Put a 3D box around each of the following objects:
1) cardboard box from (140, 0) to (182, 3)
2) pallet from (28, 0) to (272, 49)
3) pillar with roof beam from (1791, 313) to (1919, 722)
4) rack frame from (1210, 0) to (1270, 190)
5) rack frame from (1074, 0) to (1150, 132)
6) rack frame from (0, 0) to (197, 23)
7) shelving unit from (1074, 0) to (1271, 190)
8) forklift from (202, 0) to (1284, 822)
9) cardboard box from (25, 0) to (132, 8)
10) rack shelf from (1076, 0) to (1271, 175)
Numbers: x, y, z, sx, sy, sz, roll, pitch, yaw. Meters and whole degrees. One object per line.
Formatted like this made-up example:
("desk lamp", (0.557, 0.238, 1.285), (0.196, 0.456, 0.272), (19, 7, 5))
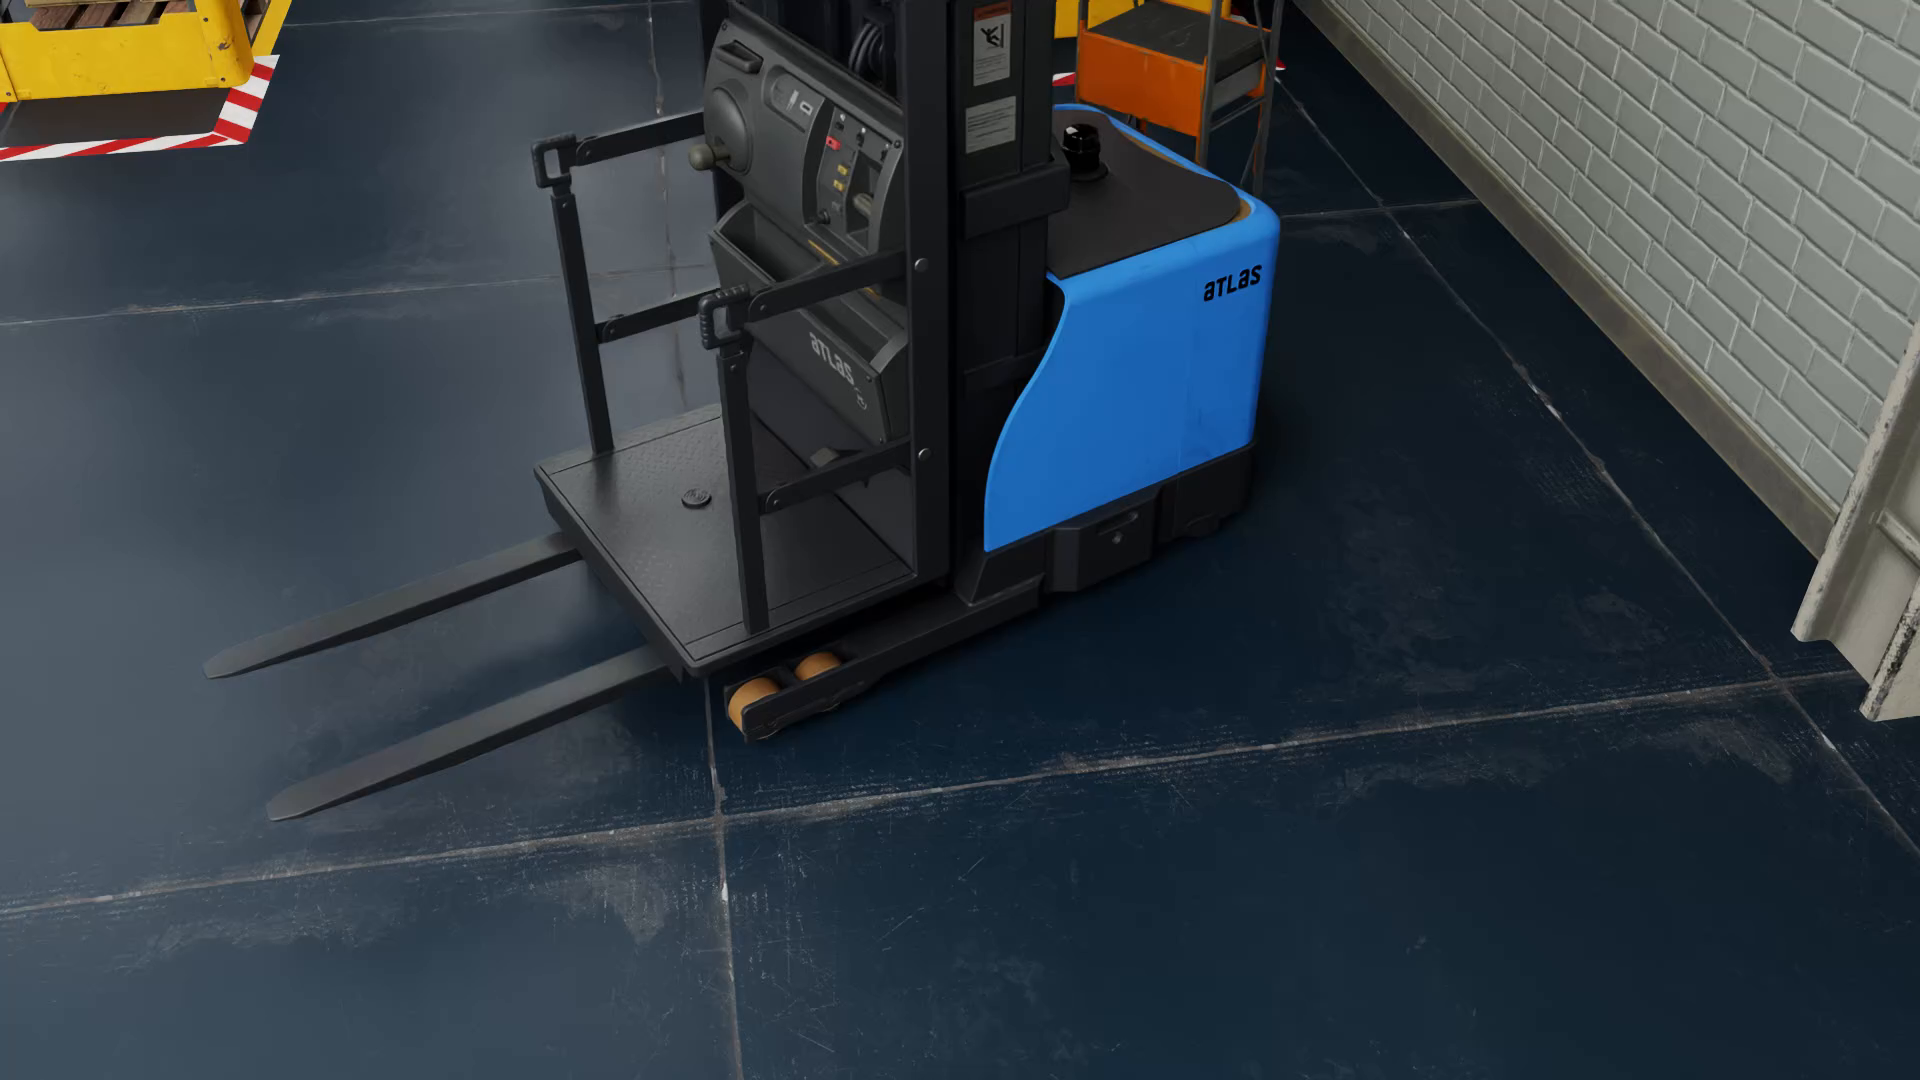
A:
("cardboard box", (-3.937, -2.985, 8.547), (0.500, 0.250, 0.500), (-7, 38, -8))
("pallet", (-4.189, -2.828, 8.718), (1.003, 0.211, 1.213), (-6, 38, -8))
("pillar with roof beam", (-1.603, -2.724, 1.421), (9.100, 9.000, 0.400), (-6, 38, -8))
("rack frame", (0.879, -1.350, 5.277), (0.006, 1.831, 0.380), (28, 46, 31))
("rack frame", (0.508, -1.544, 5.526), (0.015, 2.100, 0.400), (28, 46, 31))
("rack frame", (-4.068, -3.388, 7.166), (1.000, 3.000, 0.127), (-6, 38, -8))
("shelving unit", (0.691, -1.448, 5.402), (0.499, 2.100, 0.431), (28, 46, 31))
("forklift", (-0.366, -1.073, 4.241), (3.553, 2.935, 1.130), (-22, 43, -26))
("cardboard box", (-4.479, -2.942, 8.491), (0.500, 0.250, 0.500), (-6, 38, -8))
("rack shelf", (0.693, -1.436, 5.410), (0.480, 0.518, 0.431), (28, 46, 31))
